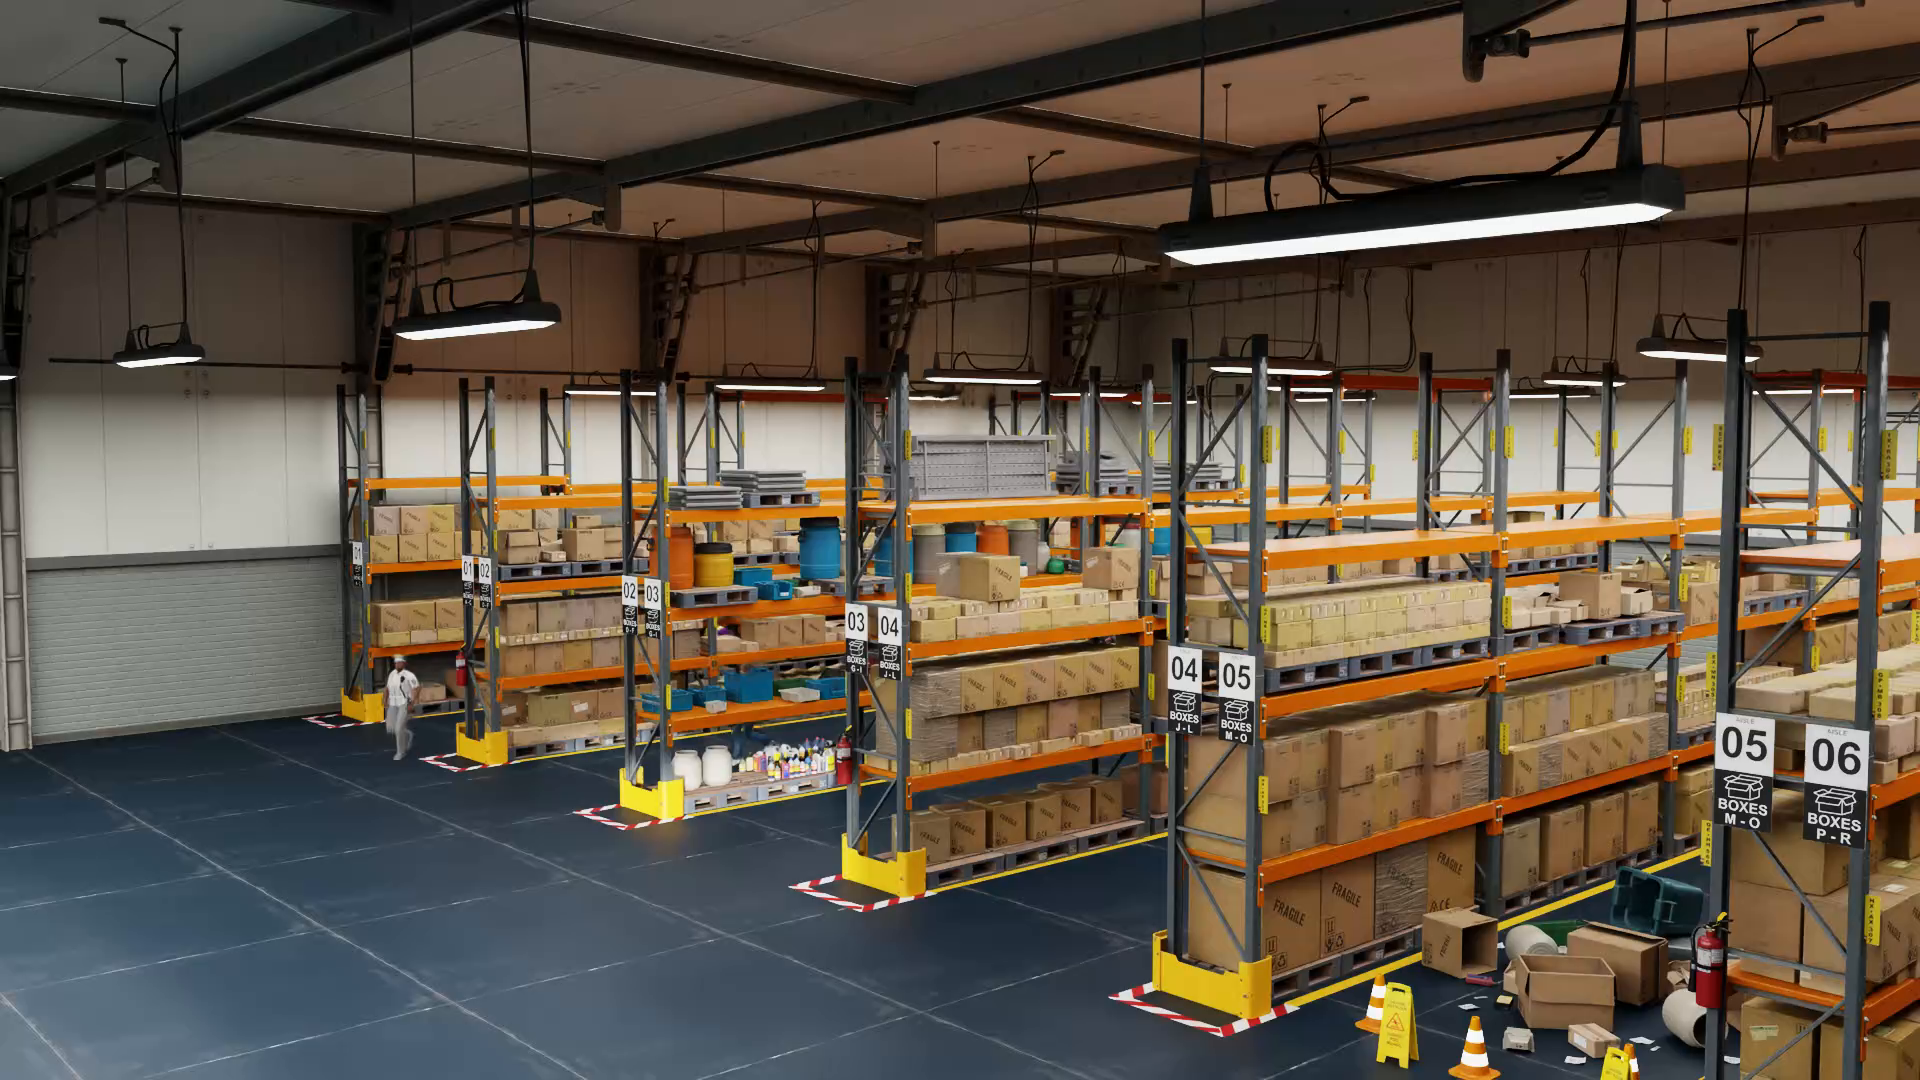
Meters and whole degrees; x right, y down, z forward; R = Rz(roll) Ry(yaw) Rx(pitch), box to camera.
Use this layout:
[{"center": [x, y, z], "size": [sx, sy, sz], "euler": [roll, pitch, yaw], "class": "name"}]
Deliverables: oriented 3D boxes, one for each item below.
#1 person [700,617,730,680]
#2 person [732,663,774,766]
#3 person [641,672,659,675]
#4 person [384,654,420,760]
[{"center": [-4.666, 2.236, 31.621], "size": [0.712, 1.745, 0.870], "euler": [4, 5, 43], "class": "person"}, {"center": [-3.273, 2.687, 25.738], "size": [0.839, 1.598, 0.541], "euler": [-3, 5, -39], "class": "person"}, {"center": [-5.583, 2.382, 30.250], "size": [0.589, 1.640, 0.611], "euler": [3, 5, 35], "class": "person"}, {"center": [-8.842, 2.620, 26.345], "size": [0.610, 1.669, 0.523], "euler": [1, 4, 20], "class": "person"}]
